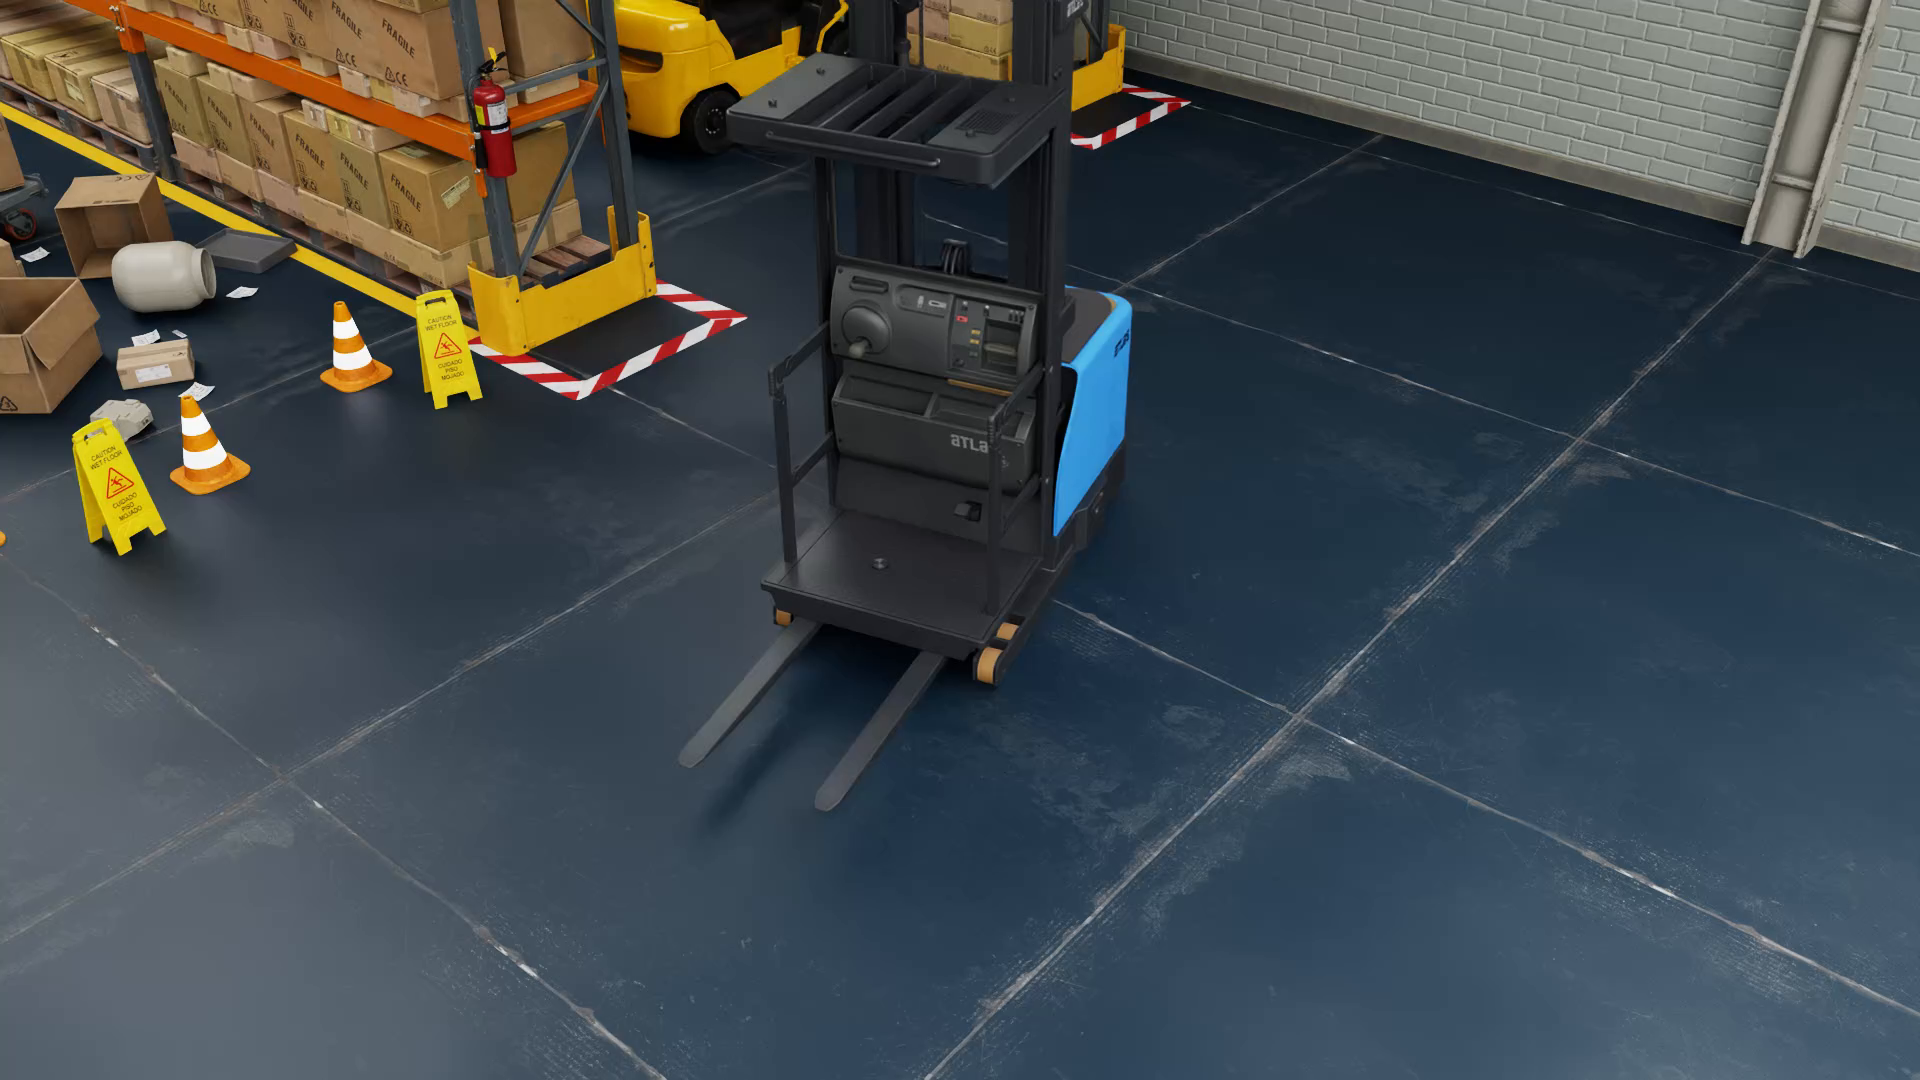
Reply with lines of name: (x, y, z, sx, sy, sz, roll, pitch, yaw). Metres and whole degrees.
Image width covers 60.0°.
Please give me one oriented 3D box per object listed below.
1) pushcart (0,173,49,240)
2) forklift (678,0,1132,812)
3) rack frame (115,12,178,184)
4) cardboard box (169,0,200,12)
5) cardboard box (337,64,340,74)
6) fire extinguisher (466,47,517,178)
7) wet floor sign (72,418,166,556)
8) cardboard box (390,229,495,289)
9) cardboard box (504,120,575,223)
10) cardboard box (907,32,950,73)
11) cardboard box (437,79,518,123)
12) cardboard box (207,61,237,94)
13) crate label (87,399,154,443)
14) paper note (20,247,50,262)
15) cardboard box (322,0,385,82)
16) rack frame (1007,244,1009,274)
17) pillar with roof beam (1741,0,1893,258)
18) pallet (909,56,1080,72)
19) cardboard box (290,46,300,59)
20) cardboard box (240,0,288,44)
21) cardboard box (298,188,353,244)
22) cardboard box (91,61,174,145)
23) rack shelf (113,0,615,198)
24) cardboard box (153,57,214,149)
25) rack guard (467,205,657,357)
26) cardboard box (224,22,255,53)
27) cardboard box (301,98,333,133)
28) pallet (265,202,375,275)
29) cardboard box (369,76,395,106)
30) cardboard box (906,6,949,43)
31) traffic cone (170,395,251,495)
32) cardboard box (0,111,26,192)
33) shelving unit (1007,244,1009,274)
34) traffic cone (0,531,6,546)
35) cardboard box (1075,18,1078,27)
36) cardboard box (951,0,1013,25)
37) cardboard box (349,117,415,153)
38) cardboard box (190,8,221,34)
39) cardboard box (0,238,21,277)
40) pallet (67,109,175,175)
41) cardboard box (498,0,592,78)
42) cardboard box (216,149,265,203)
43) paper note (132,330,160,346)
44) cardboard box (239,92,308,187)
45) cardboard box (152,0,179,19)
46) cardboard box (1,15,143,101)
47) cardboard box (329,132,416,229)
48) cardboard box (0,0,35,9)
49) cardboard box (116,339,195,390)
pushcart: (-6.834, -1.953, 10.760, 0.936, 0.377, 1.648, 12, 36, 16)
forklift: (-0.204, -0.849, 6.897, 1.130, 2.935, 3.031, 14, 37, 19)
rack frame: (-5.414, -4.044, 11.488, 0.127, 3.000, 1.000, 25, 42, 32)
cardboard box: (-4.854, -3.755, 10.717, 0.500, 0.500, 0.500, 25, 42, 32)
cardboard box: (-3.537, -2.913, 10.064, 0.250, 0.149, 0.380, 26, 42, 32)
fire extinguisher: (-2.547, -2.321, 9.048, 0.183, 0.674, 0.296, 25, 42, 32)
wet floor sign: (-4.140, -0.285, 8.095, 0.232, 0.644, 0.267, 18, 38, 24)
cardboard box: (-3.152, -1.819, 10.307, 0.500, 0.250, 0.500, 25, 42, 32)
cardboard box: (-2.802, -2.364, 10.439, 0.500, 0.500, 0.500, 24, 41, 30)
cardboard box: (-0.106, -4.012, 13.501, 0.500, 0.250, 0.500, 25, 42, 32)
cardboard box: (-2.764, -2.534, 9.511, 0.250, 0.149, 0.380, 27, 43, 33)
cardboard box: (-4.680, -3.072, 10.896, 0.250, 0.149, 0.380, 27, 43, 33)
crate label: (-4.589, -0.661, 9.091, 0.298, 0.136, 0.250, 6, 35, 8)
paper note: (-6.098, -1.885, 10.968, 0.142, 0.019, 0.148, 25, 42, 32)
cardboard box: (-3.315, -3.019, 9.645, 0.500, 0.500, 0.500, 25, 42, 32)
rack frame: (0.287, -1.038, 8.701, 0.006, 1.200, 0.240, 13, 37, 18)
pillar with roof beam: (2.731, -3.827, 5.873, 0.400, 9.000, 9.100, 25, 42, 32)
pallet: (0.219, -3.865, 13.691, 1.213, 0.211, 1.003, 25, 42, 32)
cardboard box: (-3.926, -3.096, 10.330, 0.250, 0.149, 0.380, 25, 42, 32)
cardboard box: (-4.075, -3.393, 10.190, 0.500, 0.500, 0.500, 26, 42, 32)
cardboard box: (-3.932, -2.188, 10.845, 0.500, 0.250, 0.500, 24, 41, 30)
cardboard box: (-5.819, -3.322, 12.388, 0.625, 0.372, 0.950, 26, 42, 32)
rack shelf: (-3.877, -3.023, 10.637, 4.000, 0.370, 1.077, 25, 42, 32)
cardboard box: (-5.133, -3.061, 11.453, 0.500, 0.500, 0.500, 27, 43, 34)
rack guard: (-2.398, -1.592, 10.126, 0.348, 0.500, 1.175, 25, 42, 32)
cardboard box: (-4.400, -3.219, 10.509, 0.250, 0.149, 0.380, 25, 42, 32)
cardboard box: (-3.840, -2.680, 10.325, 0.250, 0.149, 0.380, 27, 43, 34)
pallet: (-3.933, -2.224, 11.303, 1.213, 0.211, 1.003, 25, 42, 32)
cardboard box: (-3.213, -2.679, 9.724, 0.250, 0.149, 0.380, 24, 41, 31)
cardboard box: (-0.120, -4.228, 13.373, 0.500, 0.250, 0.500, 25, 42, 31)
traffic cone: (-3.945, -0.537, 8.624, 0.334, 0.463, 0.336, 25, 42, 32)
cardboard box: (-6.530, -2.540, 10.838, 0.500, 0.500, 0.500, 25, 42, 32)
shelving unit: (0.371, -1.018, 8.672, 0.189, 1.200, 0.258, 13, 37, 18)
traffic cone: (-4.929, -0.169, 8.087, 0.334, 0.463, 0.336, 25, 42, 32)
cardboard box: (0.605, -4.262, 13.423, 0.500, 0.250, 0.500, 26, 42, 33)
cardboard box: (0.280, -4.239, 12.947, 0.500, 0.250, 0.500, 27, 43, 33)
cardboard box: (-3.448, -2.491, 10.051, 0.250, 0.149, 0.380, 27, 43, 33)
cardboard box: (-4.758, -3.430, 10.816, 0.250, 0.149, 0.380, 27, 43, 33)
cardboard box: (-6.034, -1.491, 9.857, 0.503, 0.637, 0.797, 25, 42, 32)
pallet: (-6.013, -3.175, 12.687, 1.213, 0.211, 1.003, 25, 42, 32)
cardboard box: (-2.526, -3.051, 9.692, 0.500, 0.500, 0.500, 25, 41, 31)
cardboard box: (-4.716, -2.564, 11.391, 0.500, 0.250, 0.500, 28, 43, 34)
paper note: (-4.897, -1.215, 10.003, 0.148, 0.019, 0.142, -18, 38, -25)
cardboard box: (-4.317, -2.684, 10.904, 0.500, 0.500, 0.500, 28, 43, 34)
cardboard box: (-5.150, -3.617, 11.090, 0.250, 0.149, 0.380, 27, 43, 33)
cardboard box: (-6.909, -3.832, 13.131, 0.625, 0.372, 0.950, 27, 43, 33)
cardboard box: (-3.526, -2.308, 10.356, 0.500, 0.500, 0.500, 27, 43, 33)
cardboard box: (-8.060, -4.373, 13.919, 0.625, 0.372, 0.950, 22, 40, 29)
cardboard box: (-4.639, -1.015, 9.597, 0.380, 0.149, 0.250, -12, 36, -17)
